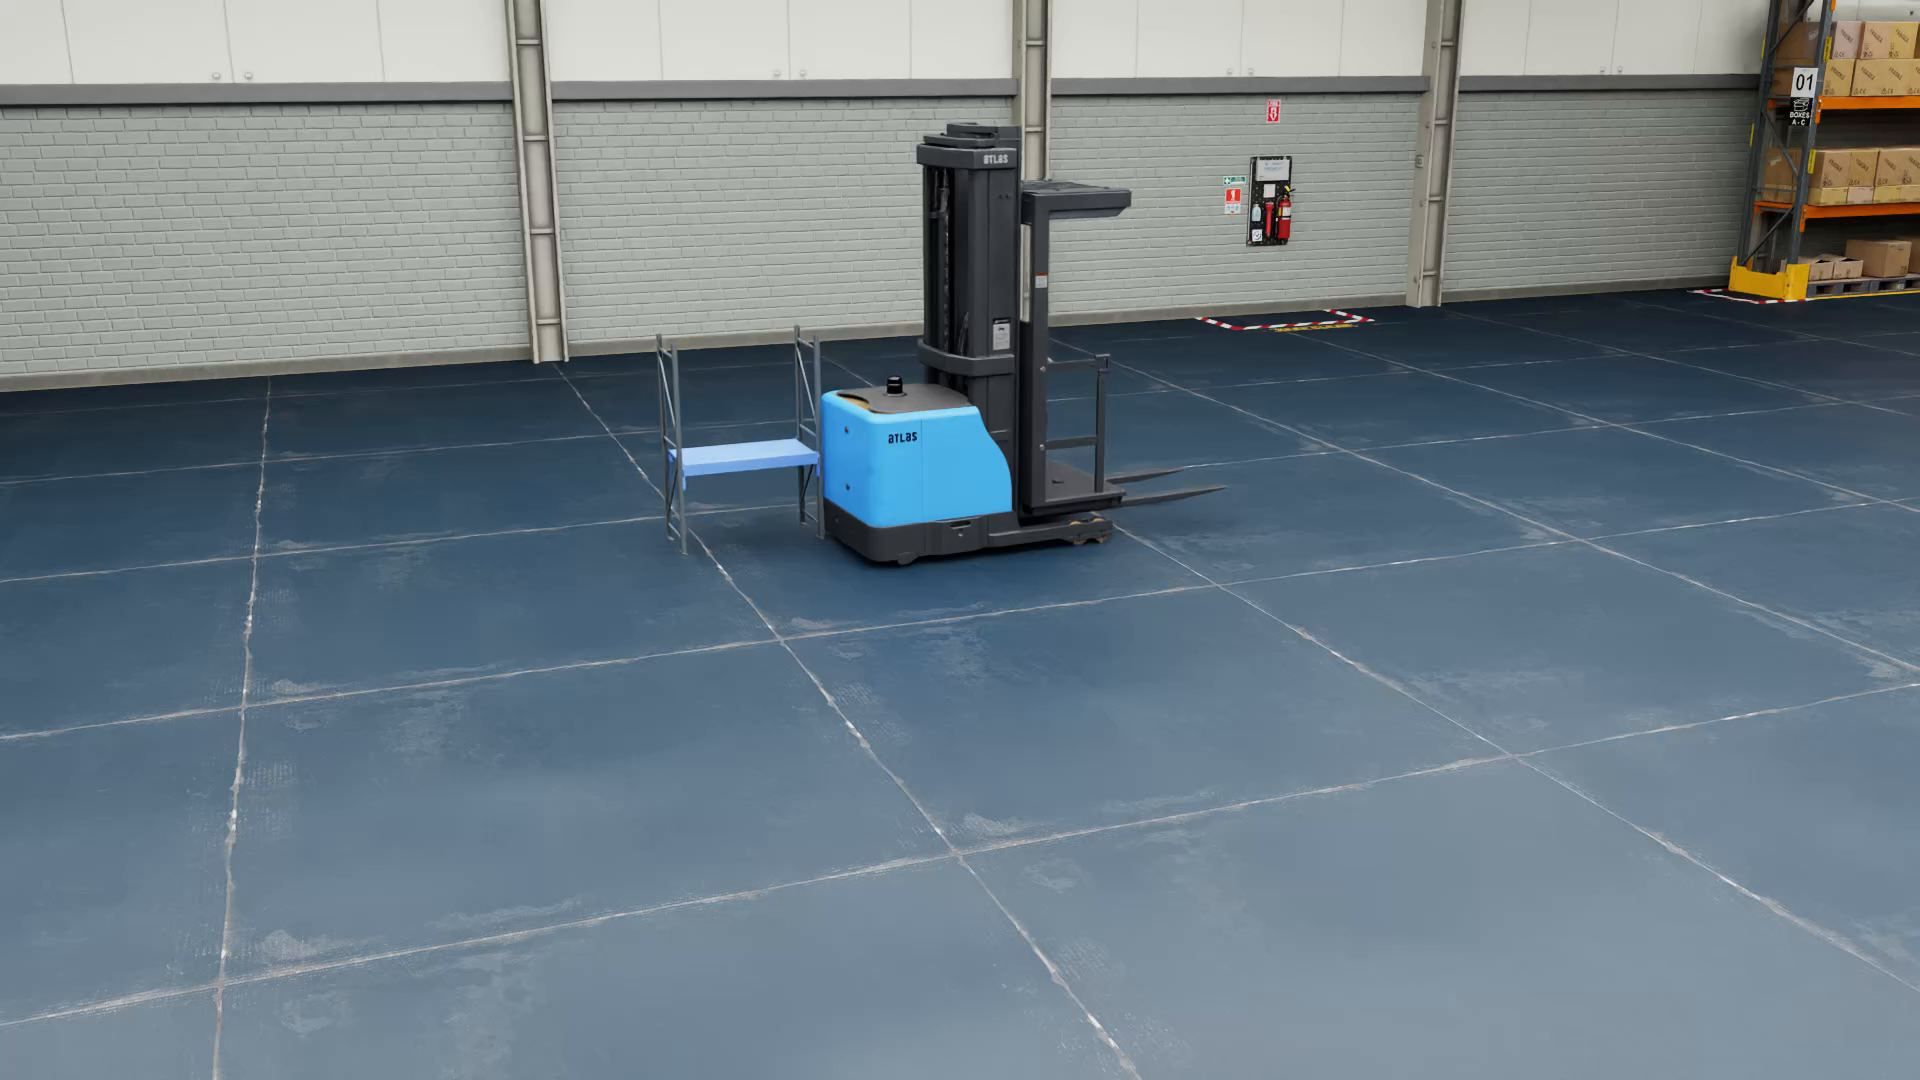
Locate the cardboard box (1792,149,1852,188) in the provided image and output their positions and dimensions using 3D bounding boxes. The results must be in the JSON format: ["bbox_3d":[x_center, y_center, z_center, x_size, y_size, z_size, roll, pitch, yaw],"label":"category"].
[{"bbox_3d":[12.290,-5.298,23.717,0.500,0.500,0.500,-6,17,-20],"label":"cardboard box"}]

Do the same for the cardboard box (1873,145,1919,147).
[{"bbox_3d":[14.006,-5.640,24.881,0.500,0.500,0.500,-6,17,-19],"label":"cardboard box"}]

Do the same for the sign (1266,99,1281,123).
[{"bbox_3d":[4.113,-5.624,21.811,0.199,0.298,0.001,-6,17,-20],"label":"sign"}]

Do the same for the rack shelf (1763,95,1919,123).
[{"bbox_3d":[13.604,-6.328,24.275,4.000,0.370,1.077,-6,17,-20],"label":"rack shelf"}]

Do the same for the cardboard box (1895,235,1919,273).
[{"bbox_3d":[14.517,-4.332,25.181,0.500,0.500,0.500,-8,18,-24],"label":"cardboard box"}]

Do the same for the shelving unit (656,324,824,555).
[{"bbox_3d":[-1.568,-0.732,11.930,1.048,1.500,0.538,-7,18,-22],"label":"shelving unit"}]

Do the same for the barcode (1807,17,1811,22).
[{"bbox_3d":[12.221,-7.490,23.939,0.075,0.075,0.001,-6,17,-20],"label":"barcode"}]

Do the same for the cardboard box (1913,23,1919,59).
[{"bbox_3d":[14.109,-7.176,23.902,0.500,0.500,0.500,-7,18,-22],"label":"cardboard box"}]

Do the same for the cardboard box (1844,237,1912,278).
[{"bbox_3d":[13.650,-4.208,24.760,0.500,0.500,0.700,-7,18,-24],"label":"cardboard box"}]

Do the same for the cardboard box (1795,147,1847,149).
[{"bbox_3d":[12.574,-5.481,24.339,0.500,0.500,0.500,-6,17,-19],"label":"cardboard box"}]

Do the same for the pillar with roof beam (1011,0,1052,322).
[{"bbox_3d":[2.416,-5.866,16.103,0.400,9.000,9.100,-6,17,-20],"label":"pillar with roof beam"}]

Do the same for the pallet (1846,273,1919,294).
[{"bbox_3d":[13.716,-3.896,24.991,1.213,0.211,1.003,-6,17,-20],"label":"pallet"}]

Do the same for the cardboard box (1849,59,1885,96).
[{"bbox_3d":[12.652,-6.541,23.514,0.500,0.500,0.500,-5,17,-16],"label":"cardboard box"}]

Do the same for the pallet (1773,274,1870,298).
[{"bbox_3d":[12.579,-3.774,24.576,1.213,0.211,1.003,-6,17,-20],"label":"pallet"}]

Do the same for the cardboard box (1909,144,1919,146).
[{"bbox_3d":[14.474,-5.689,25.047,0.500,0.500,0.500,-6,17,-20],"label":"cardboard box"}]

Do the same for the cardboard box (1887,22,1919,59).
[{"bbox_3d":[13.144,-7.075,23.557,0.500,0.500,0.500,-6,17,-19],"label":"cardboard box"}]

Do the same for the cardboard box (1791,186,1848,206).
[{"bbox_3d":[12.306,-4.935,23.811,0.500,0.250,0.500,-7,18,-22],"label":"cardboard box"}]

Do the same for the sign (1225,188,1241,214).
[{"bbox_3d":[3.603,-4.475,21.949,0.234,0.329,0.001,-6,17,-20],"label":"sign"}]

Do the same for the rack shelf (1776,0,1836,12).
[{"bbox_3d":[13.604,-7.765,23.853,4.000,0.370,1.077,-6,17,-20],"label":"rack shelf"}]

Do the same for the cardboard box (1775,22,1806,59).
[{"bbox_3d":[12.046,-7.121,23.712,0.500,0.500,0.500,-5,17,-18],"label":"cardboard box"}]

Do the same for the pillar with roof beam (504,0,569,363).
[{"bbox_3d":[-3.187,-5.261,14.043,0.400,9.000,9.100,-6,17,-20],"label":"pillar with roof beam"}]

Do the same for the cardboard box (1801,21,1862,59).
[{"bbox_3d":[12.183,-6.983,23.244,0.500,0.500,0.500,-8,18,-24],"label":"cardboard box"}]

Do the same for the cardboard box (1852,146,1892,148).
[{"bbox_3d":[13.526,-5.585,24.693,0.500,0.500,0.500,-6,17,-19],"label":"cardboard box"}]

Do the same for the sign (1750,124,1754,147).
[{"bbox_3d":[11.557,-5.887,24.206,0.005,0.325,0.100,-6,17,-20],"label":"sign"}]

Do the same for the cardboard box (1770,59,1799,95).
[{"bbox_3d":[12.036,-6.637,23.840,0.500,0.500,0.500,-5,17,-16],"label":"cardboard box"}]

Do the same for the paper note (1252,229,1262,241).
[{"bbox_3d":[3.967,-4.064,22.176,0.142,0.148,0.016,-6,17,-20],"label":"paper note"}]

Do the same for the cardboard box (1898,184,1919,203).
[{"bbox_3d":[13.736,-5.091,24.343,0.500,0.250,0.500,-6,17,-20],"label":"cardboard box"}]

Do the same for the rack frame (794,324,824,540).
[{"bbox_3d":[-1.099,-0.787,12.117,0.032,1.500,0.500,-7,18,-22],"label":"rack frame"}]

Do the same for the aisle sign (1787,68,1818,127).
[{"bbox_3d":[11.777,-6.193,23.250,0.004,0.787,0.394,-6,17,-20],"label":"aisle sign"}]

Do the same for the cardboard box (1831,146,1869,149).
[{"bbox_3d":[13.055,-5.534,24.520,0.500,0.500,0.500,-7,18,-22],"label":"cardboard box"}]

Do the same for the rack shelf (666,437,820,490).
[{"bbox_3d":[-1.568,-0.560,11.981,1.000,0.185,0.538,-7,18,-22],"label":"rack shelf"}]

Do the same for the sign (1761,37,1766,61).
[{"bbox_3d":[11.557,-7.044,23.867,0.005,0.325,0.100,-6,17,-20],"label":"sign"}]

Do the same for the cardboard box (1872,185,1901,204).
[{"bbox_3d":[13.263,-5.041,24.172,0.500,0.250,0.500,-6,18,-21],"label":"cardboard box"}]

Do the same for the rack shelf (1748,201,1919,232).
[{"bbox_3d":[13.604,-4.888,24.698,4.000,0.370,1.077,-6,17,-20],"label":"rack shelf"}]

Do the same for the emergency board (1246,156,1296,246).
[{"bbox_3d":[4.157,-4.486,22.051,0.643,1.169,0.194,-6,17,-20],"label":"emergency board"}]

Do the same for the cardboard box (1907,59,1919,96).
[{"bbox_3d":[13.629,-6.654,23.898,0.500,0.500,0.500,-5,17,-17],"label":"cardboard box"}]

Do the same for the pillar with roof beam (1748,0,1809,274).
[{"bbox_3d":[13.621,-7.076,20.223,0.400,9.000,9.100,-6,17,-20],"label":"pillar with roof beam"}]

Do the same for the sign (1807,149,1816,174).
[{"bbox_3d":[11.931,-5.305,23.302,0.005,0.325,0.100,-6,17,-20],"label":"sign"}]

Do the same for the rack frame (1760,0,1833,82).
[{"bbox_3d":[11.736,-7.910,23.065,0.127,3.000,1.000,-6,17,-20],"label":"rack frame"}]

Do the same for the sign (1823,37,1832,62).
[{"bbox_3d":[11.931,-6.748,22.878,0.005,0.325,0.100,-6,17,-20],"label":"sign"}]

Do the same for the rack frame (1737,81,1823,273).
[{"bbox_3d":[11.736,-5.032,23.910,0.127,3.000,1.000,-6,17,-20],"label":"rack frame"}]

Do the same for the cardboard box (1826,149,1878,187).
[{"bbox_3d":[12.755,-5.346,23.878,0.500,0.500,0.500,-6,17,-20],"label":"cardboard box"}]

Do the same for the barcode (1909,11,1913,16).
[{"bbox_3d":[14.020,-7.759,24.501,0.075,0.075,0.001,-6,17,-20],"label":"barcode"}]

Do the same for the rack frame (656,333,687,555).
[{"bbox_3d":[-2.037,-0.677,11.742,0.032,1.500,0.500,-7,18,-22],"label":"rack frame"}]

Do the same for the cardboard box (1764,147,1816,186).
[{"bbox_3d":[12.101,-5.433,24.175,0.500,0.500,0.500,-6,18,-21],"label":"cardboard box"}]

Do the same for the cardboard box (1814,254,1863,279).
[{"bbox_3d":[12.947,-4.056,24.579,0.500,0.311,0.500,-5,17,-15],"label":"cardboard box"}]

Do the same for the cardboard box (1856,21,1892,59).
[{"bbox_3d":[12.670,-7.021,23.371,0.500,0.500,0.500,-6,18,-21],"label":"cardboard box"}]

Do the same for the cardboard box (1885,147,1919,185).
[{"bbox_3d":[13.717,-5.451,24.238,0.500,0.500,0.500,-6,17,-18],"label":"cardboard box"}]

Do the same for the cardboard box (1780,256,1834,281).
[{"bbox_3d":[12.415,-3.999,24.384,0.500,0.311,0.500,-8,18,-26],"label":"cardboard box"}]

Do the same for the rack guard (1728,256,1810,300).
[{"bbox_3d":[11.807,-3.840,24.288,0.348,0.500,1.175,-6,17,-20],"label":"rack guard"}]

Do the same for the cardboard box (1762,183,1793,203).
[{"bbox_3d":[12.104,-5.068,24.262,0.500,0.250,0.500,-6,17,-19],"label":"cardboard box"}]

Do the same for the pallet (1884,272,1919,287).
[{"bbox_3d":[14.857,-4.020,25.414,1.213,0.211,1.003,-6,17,-20],"label":"pallet"}]

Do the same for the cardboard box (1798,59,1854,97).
[{"bbox_3d":[12.138,-6.497,23.361,0.500,0.500,0.500,-6,17,-19],"label":"cardboard box"}]

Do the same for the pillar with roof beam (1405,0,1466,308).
[{"bbox_3d":[8.018,-6.471,18.163,0.400,9.000,9.100,-6,17,-20],"label":"pillar with roof beam"}]

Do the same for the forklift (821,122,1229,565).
[{"bbox_3d":[0.548,-1.499,12.001,3.031,2.935,1.130,-8,18,-25],"label":"forklift"}]

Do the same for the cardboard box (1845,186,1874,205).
[{"bbox_3d":[12.786,-4.991,24.002,0.500,0.250,0.500,-7,18,-22],"label":"cardboard box"}]

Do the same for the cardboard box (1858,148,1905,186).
[{"bbox_3d":[13.240,-5.396,24.050,0.500,0.500,0.500,-7,18,-22],"label":"cardboard box"}]

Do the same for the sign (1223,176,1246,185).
[{"bbox_3d":[3.611,-4.727,21.867,0.331,0.109,0.001,-6,17,-20],"label":"sign"}]

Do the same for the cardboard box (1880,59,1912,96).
[{"bbox_3d":[13.136,-6.595,23.695,0.500,0.500,0.500,-5,17,-18],"label":"cardboard box"}]
